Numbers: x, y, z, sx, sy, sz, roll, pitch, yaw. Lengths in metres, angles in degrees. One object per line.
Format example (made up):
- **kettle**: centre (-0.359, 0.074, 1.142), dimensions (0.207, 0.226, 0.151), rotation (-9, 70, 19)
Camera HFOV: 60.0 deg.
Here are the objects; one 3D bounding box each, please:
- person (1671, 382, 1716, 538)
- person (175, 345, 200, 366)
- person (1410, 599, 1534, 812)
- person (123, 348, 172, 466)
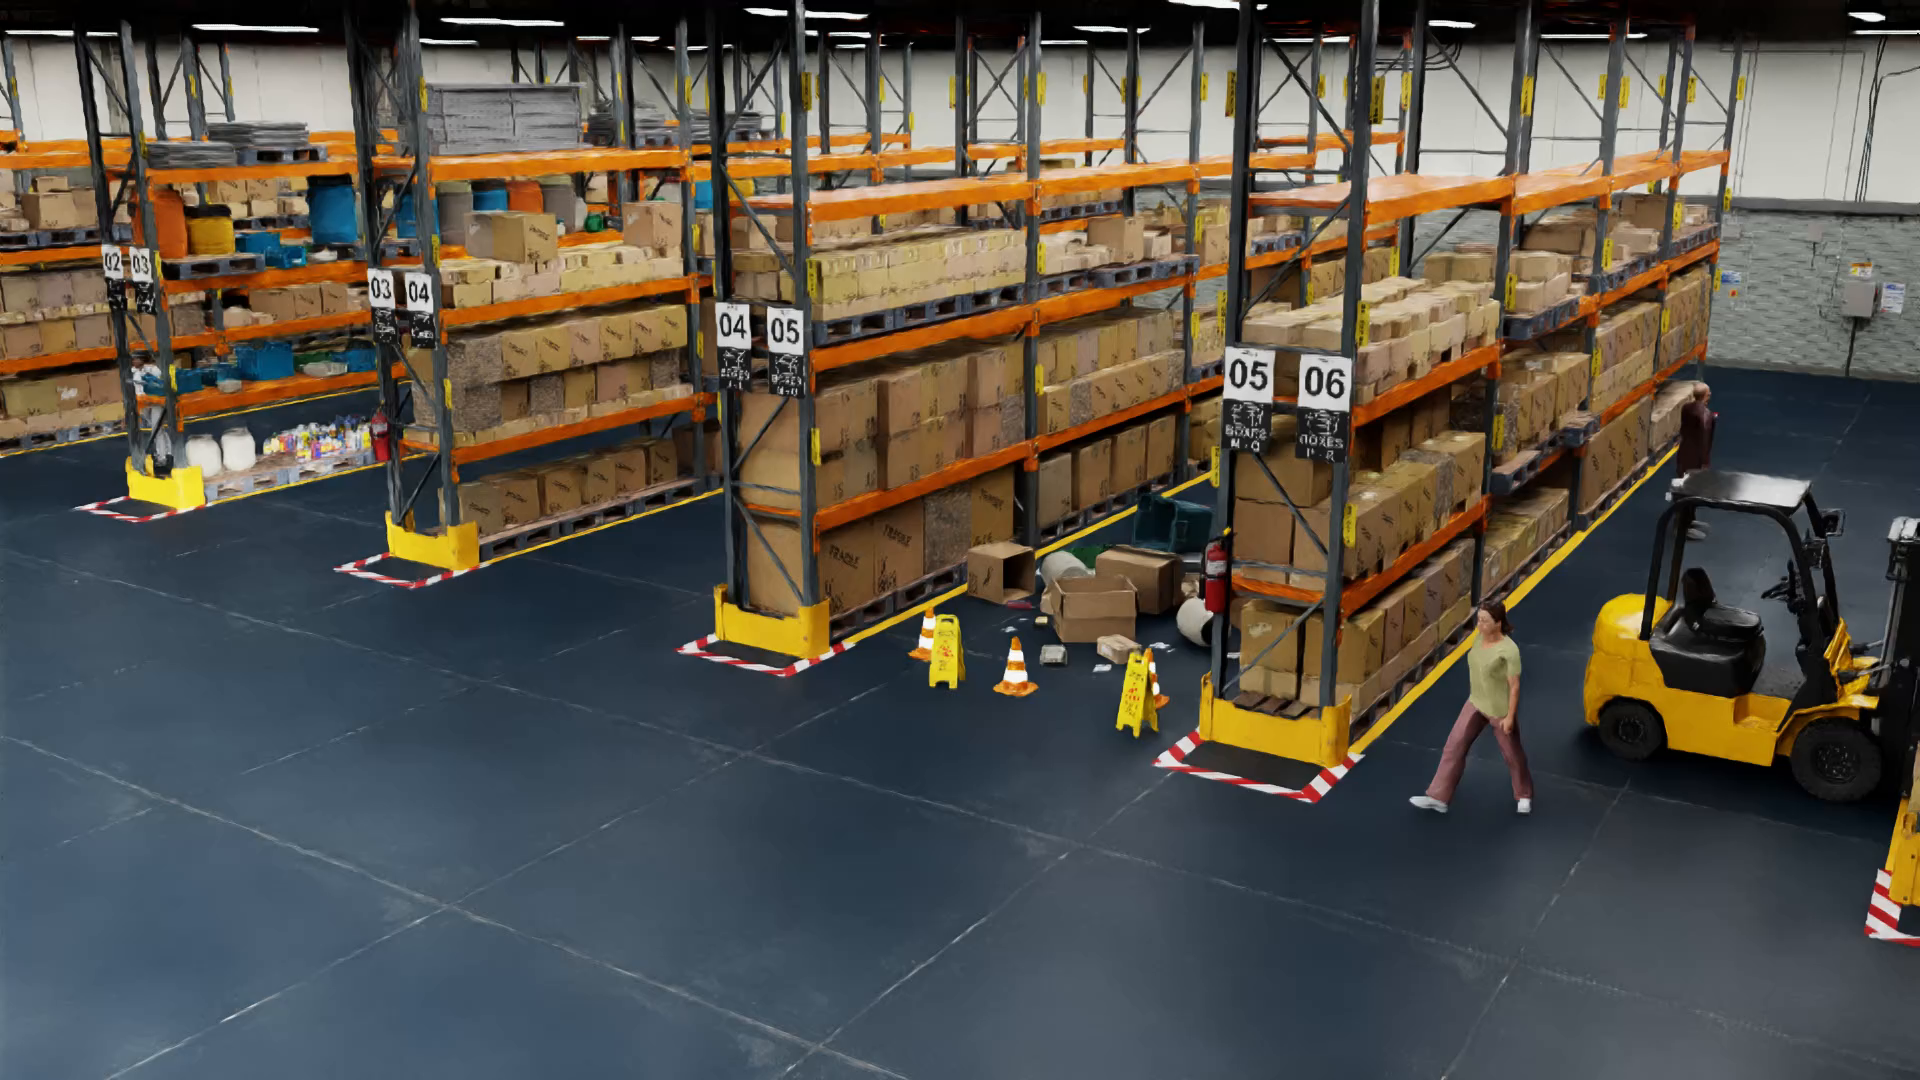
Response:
- **person**: centre (8.540, -0.943, 19.232), dimensions (0.514, 1.785, 0.631), rotation (0, 16, 1)
- **person**: centre (-12.993, -3.304, 27.932), dimensions (0.708, 1.714, 0.578), rotation (9, 18, 30)
- **person**: centre (3.765, 1.195, 11.877), dimensions (0.929, 1.622, 0.488), rotation (-8, 18, -28)
- **person**: centre (-11.120, -1.873, 22.916), dimensions (0.638, 1.607, 0.800), rotation (4, 16, 15)
